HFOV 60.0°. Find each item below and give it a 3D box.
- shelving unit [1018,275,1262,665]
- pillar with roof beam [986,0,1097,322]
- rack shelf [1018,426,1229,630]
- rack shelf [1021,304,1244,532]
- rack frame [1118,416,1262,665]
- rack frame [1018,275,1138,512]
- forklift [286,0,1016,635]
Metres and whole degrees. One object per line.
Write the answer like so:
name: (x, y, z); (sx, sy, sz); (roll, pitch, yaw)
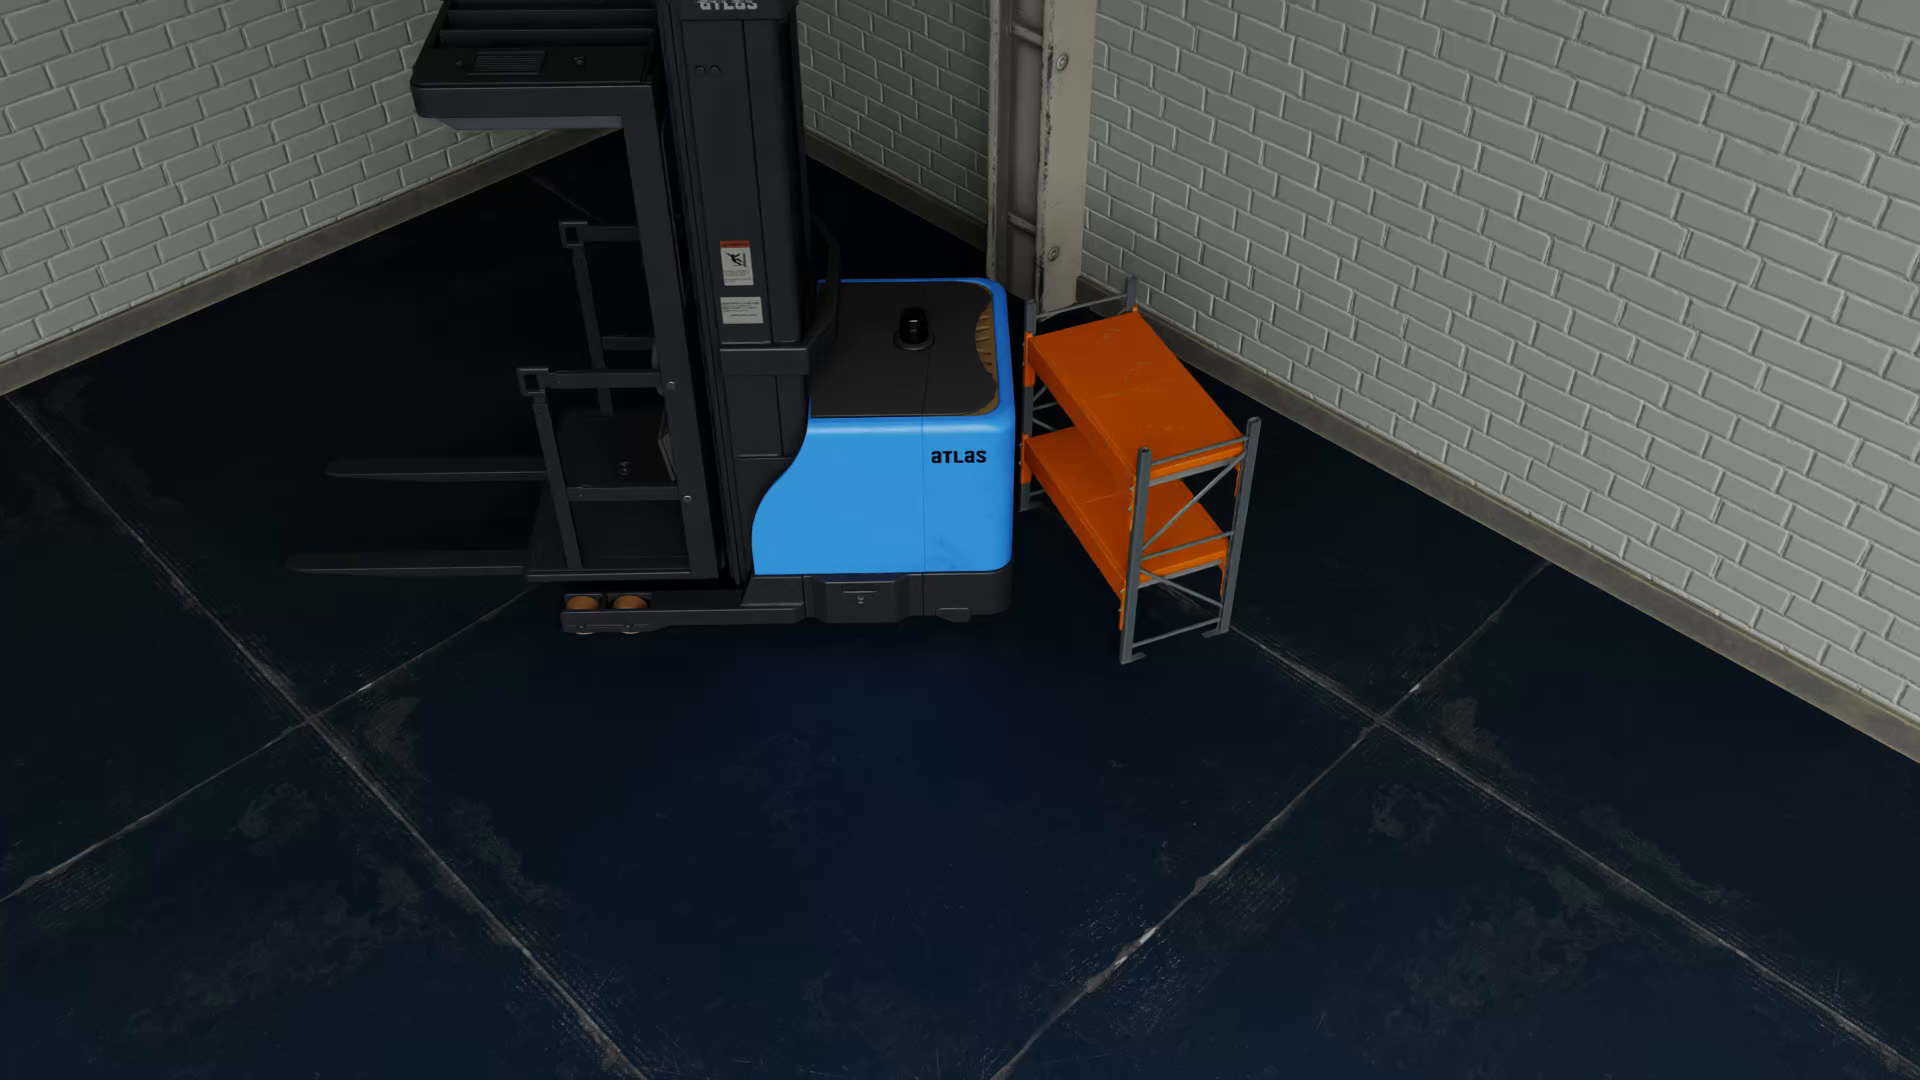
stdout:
shelving unit: (0.693, -0.295, 6.857); (0.538, 1.125, 1.048); (-16, 45, -16)
pillar with roof beam: (-2.667, -2.531, 3.476); (9.100, 9.000, 0.400); (-34, 53, -31)
rack shelf: (0.693, -0.115, 7.023); (0.538, 0.278, 1.000); (-16, 45, -16)
rack shelf: (0.693, -0.509, 6.659); (0.538, 0.278, 1.000); (-16, 45, -16)
rack frame: (0.887, 0.024, 6.512); (0.500, 1.125, 0.032); (-16, 45, -16)
rack frame: (0.499, -0.613, 7.202); (0.500, 1.125, 0.032); (-16, 45, -16)
forklift: (-1.298, -1.047, 6.341); (3.031, 2.935, 1.130); (-1, 43, -1)
